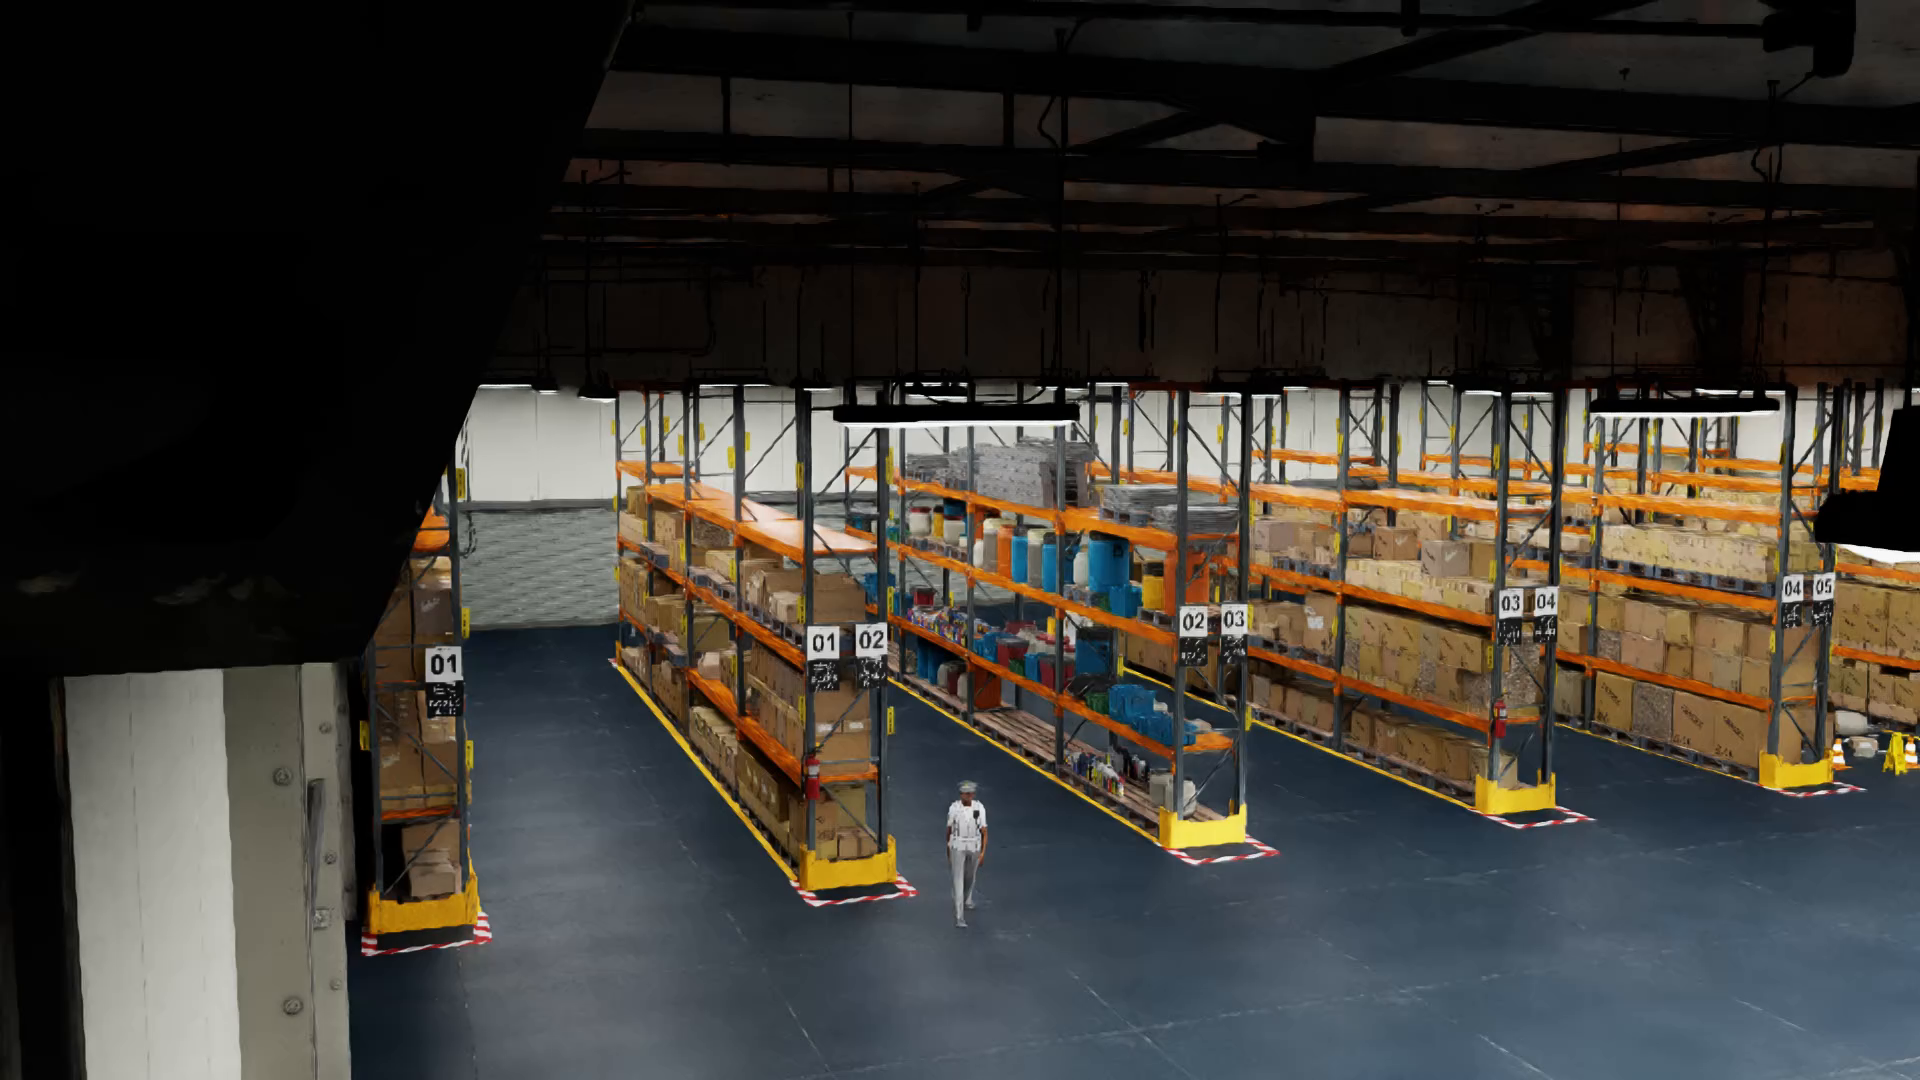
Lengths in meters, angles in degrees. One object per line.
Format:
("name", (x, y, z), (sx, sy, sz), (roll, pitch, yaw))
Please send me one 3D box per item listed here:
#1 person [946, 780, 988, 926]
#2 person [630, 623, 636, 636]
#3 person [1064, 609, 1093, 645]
("person", (0.081, 3.507, 18.955), (0.443, 1.623, 0.991), (-1, 6, -10))
("person", (-7.322, 1.446, 38.590), (0.639, 1.610, 0.807), (-4, 7, -36))
("person", (2.326, 1.949, 33.372), (0.729, 1.733, 0.546), (-2, 6, -21))
